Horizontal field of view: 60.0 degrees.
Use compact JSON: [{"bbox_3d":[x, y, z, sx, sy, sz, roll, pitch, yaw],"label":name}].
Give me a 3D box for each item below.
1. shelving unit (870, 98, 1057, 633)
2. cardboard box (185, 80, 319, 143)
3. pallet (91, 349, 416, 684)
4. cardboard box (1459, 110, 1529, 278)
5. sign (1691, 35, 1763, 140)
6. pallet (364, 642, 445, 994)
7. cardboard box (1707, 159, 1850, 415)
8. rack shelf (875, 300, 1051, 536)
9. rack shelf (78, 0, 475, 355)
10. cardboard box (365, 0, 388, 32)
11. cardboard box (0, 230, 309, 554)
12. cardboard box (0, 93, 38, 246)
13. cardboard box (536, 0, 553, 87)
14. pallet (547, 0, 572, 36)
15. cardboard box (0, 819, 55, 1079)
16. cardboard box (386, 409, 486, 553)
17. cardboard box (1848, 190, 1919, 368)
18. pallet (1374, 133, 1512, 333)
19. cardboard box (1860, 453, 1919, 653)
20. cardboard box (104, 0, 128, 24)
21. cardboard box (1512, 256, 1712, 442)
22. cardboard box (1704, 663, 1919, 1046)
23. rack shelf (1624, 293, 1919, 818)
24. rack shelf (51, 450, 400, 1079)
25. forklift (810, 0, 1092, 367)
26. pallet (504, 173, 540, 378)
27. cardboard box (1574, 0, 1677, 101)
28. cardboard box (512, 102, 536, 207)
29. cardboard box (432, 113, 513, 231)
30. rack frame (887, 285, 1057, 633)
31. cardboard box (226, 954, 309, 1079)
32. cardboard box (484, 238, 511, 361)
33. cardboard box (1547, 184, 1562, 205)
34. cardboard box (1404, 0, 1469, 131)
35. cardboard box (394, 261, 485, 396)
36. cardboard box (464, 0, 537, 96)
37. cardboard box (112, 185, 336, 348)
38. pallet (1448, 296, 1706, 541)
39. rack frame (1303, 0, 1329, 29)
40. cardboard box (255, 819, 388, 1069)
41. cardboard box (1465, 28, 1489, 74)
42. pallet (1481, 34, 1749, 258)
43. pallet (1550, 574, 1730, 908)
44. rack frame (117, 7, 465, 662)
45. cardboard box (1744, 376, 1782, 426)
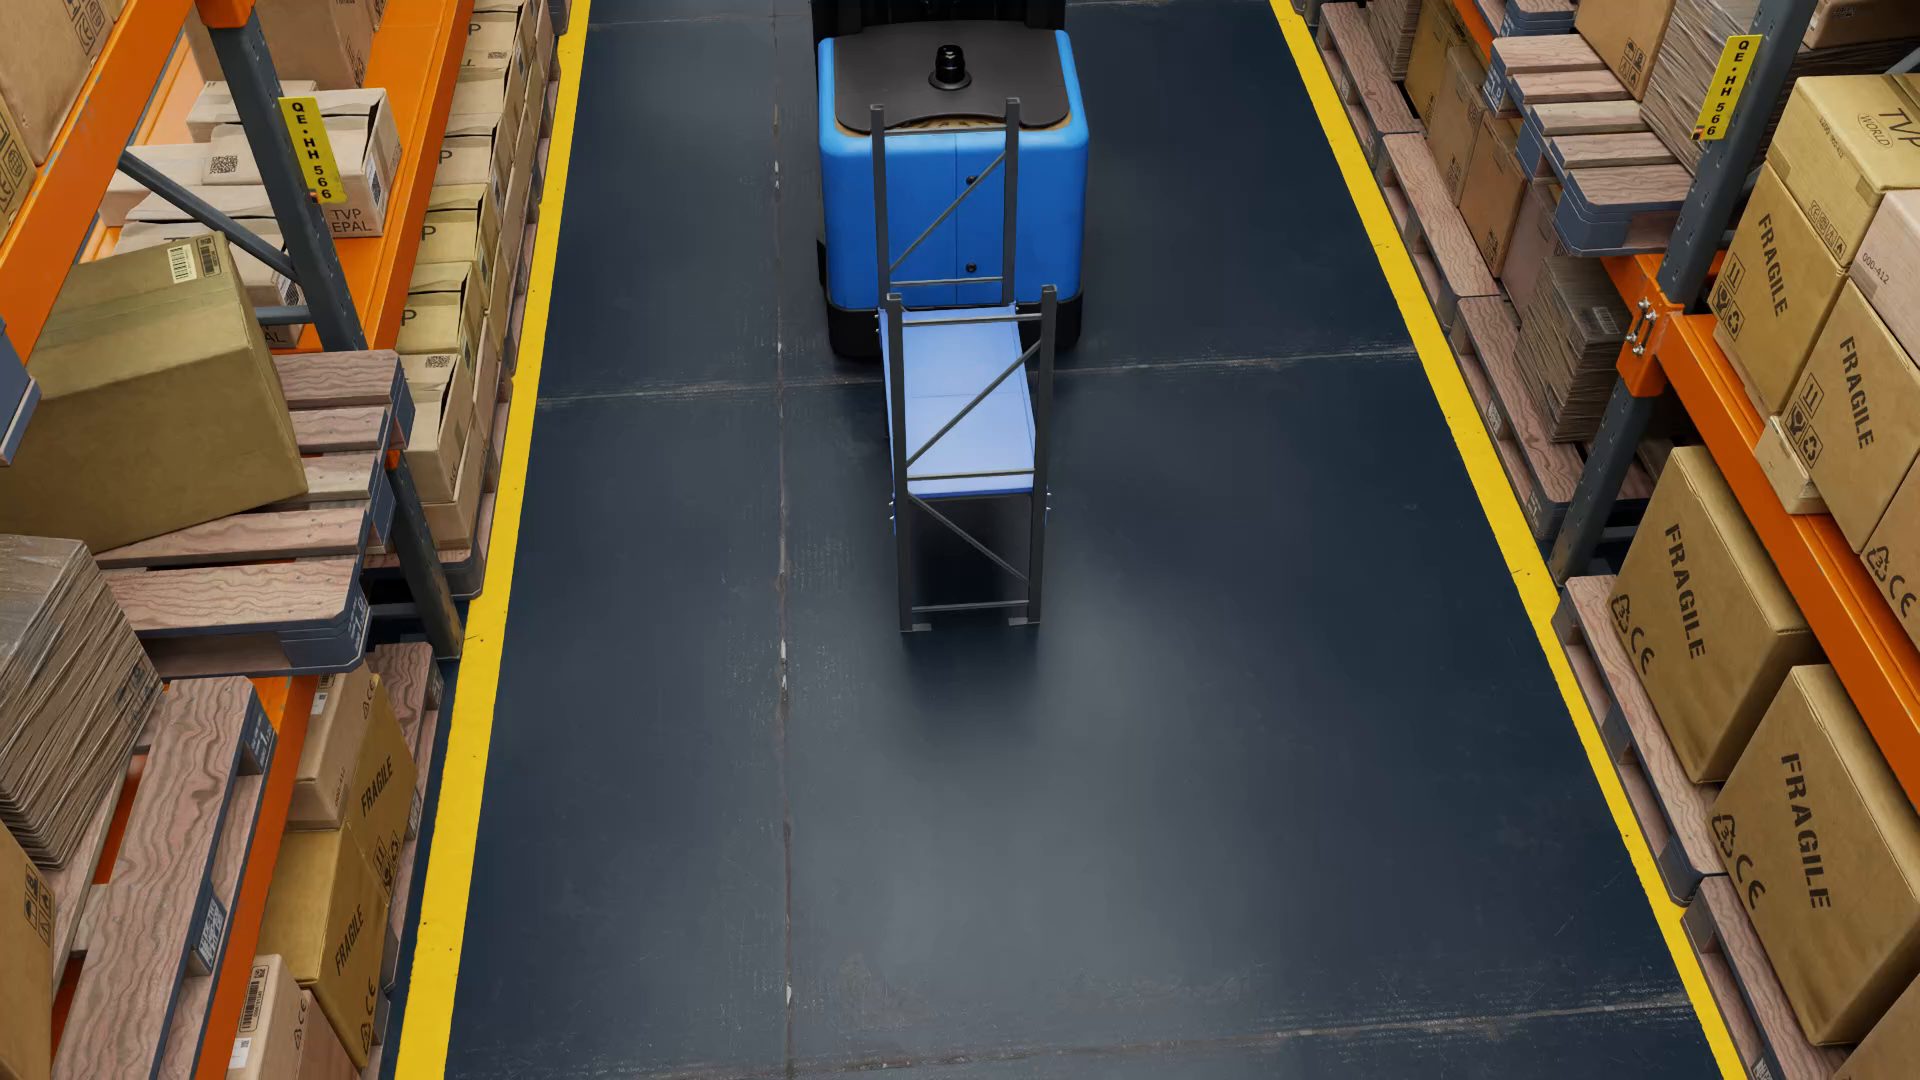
[{"bbox_3d":[-0.007,-0.577,5.764,0.538,1.500,1.048,-3,47,-3],"label":"shelving unit"},{"bbox_3d":[-2.423,-1.455,5.735,0.380,0.149,0.250,0,47,0],"label":"cardboard box"},{"bbox_3d":[-2.133,-0.070,4.382,1.213,0.211,1.003,-3,47,-3],"label":"pallet"},{"bbox_3d":[2.567,-1.473,6.997,0.700,0.500,0.500,-4,47,-4],"label":"cardboard box"},{"bbox_3d":[2.136,-1.257,4.631,0.100,0.325,0.005,-3,47,-3],"label":"sign"},{"bbox_3d":[-2.235,0.880,5.272,1.003,0.211,1.213,-3,47,-3],"label":"pallet"},{"bbox_3d":[2.462,-0.702,4.562,0.500,0.500,0.500,-2,47,-2],"label":"cardboard box"},{"bbox_3d":[-0.007,-0.454,5.895,0.538,0.185,1.000,-3,47,-3],"label":"rack shelf"},{"bbox_3d":[-2.427,-1.821,6.405,1.077,0.370,4.000,-3,47,-3],"label":"rack shelf"},{"bbox_3d":[-2.461,-2.250,6.246,0.500,0.500,0.500,-3,47,-3],"label":"cardboard box"},{"bbox_3d":[-2.095,-0.352,4.159,0.700,0.500,0.500,-18,49,-16],"label":"cardboard box"},{"bbox_3d":[-2.104,-0.629,2.645,0.910,0.500,0.500,-3,47,-3],"label":"cardboard box"},{"bbox_3d":[-2.271,-2.432,8.092,0.500,0.250,0.500,-4,47,-4],"label":"cardboard box"},{"bbox_3d":[-2.620,-3.135,9.074,1.003,0.211,1.213,-3,47,-3],"label":"pallet"},{"bbox_3d":[-2.134,0.819,3.050,0.700,0.500,0.500,-14,48,-13],"label":"cardboard box"},{"bbox_3d":[-2.011,-0.218,5.995,0.500,0.250,0.500,-4,47,-3],"label":"cardboard box"},{"bbox_3d":[2.503,-0.594,3.943,0.500,0.250,0.500,-4,47,-4],"label":"cardboard box"},{"bbox_3d":[2.513,-1.413,7.443,1.003,0.211,1.213,-3,47,-3],"label":"pallet"},{"bbox_3d":[2.537,0.036,3.862,0.500,0.500,0.500,-4,47,-3],"label":"cardboard box"},{"bbox_3d":[-2.190,-1.374,3.351,0.910,0.500,0.500,-3,47,-3],"label":"cardboard box"},{"bbox_3d":[2.564,-0.735,6.299,0.700,0.500,0.500,-3,47,-3],"label":"cardboard box"},{"bbox_3d":[2.674,0.843,4.577,0.750,0.750,0.750,-4,47,-3],"label":"cardboard box"},{"bbox_3d":[2.844,0.769,3.951,1.077,0.370,4.000,-3,47,-3],"label":"rack shelf"},{"bbox_3d":[-2.092,1.073,3.664,1.077,0.370,4.000,-3,47,-3],"label":"rack shelf"},{"bbox_3d":[-0.105,-2.783,6.867,1.130,2.935,3.031,-3,47,-3],"label":"forklift"},{"bbox_3d":[-2.389,-1.142,7.186,1.003,0.211,1.213,-3,47,-3],"label":"pallet"},{"bbox_3d":[2.553,-1.853,5.568,0.700,0.500,0.500,-7,47,-7],"label":"cardboard box"},{"bbox_3d":[-2.187,-1.696,7.395,0.500,0.250,0.500,-3,47,-2],"label":"cardboard box"},{"bbox_3d":[-2.147,-1.531,6.852,0.500,0.311,0.500,-4,47,-4],"label":"cardboard box"},{"bbox_3d":[0.035,-0.210,5.416,0.500,1.500,0.032,-3,47,-3],"label":"rack frame"},{"bbox_3d":[-1.849,1.271,3.882,0.500,0.250,0.500,-4,47,-4],"label":"cardboard box"},{"bbox_3d":[-2.104,-0.957,6.695,0.500,0.250,0.500,-5,47,-4],"label":"cardboard box"},{"bbox_3d":[2.579,-1.409,6.421,0.500,0.250,0.500,-3,47,-3],"label":"cardboard box"},{"bbox_3d":[2.513,-2.209,7.695,0.700,0.500,0.500,-4,47,-4],"label":"cardboard box"},{"bbox_3d":[-2.063,-0.790,6.150,0.500,0.311,0.500,-5,47,-4],"label":"cardboard box"},{"bbox_3d":[-2.225,-2.256,7.539,0.500,0.311,0.500,-2,47,-2],"label":"cardboard box"},{"bbox_3d":[-2.247,-0.857,5.057,0.500,0.311,0.500,-1,47,-1],"label":"cardboard box"},{"bbox_3d":[2.612,-0.532,6.609,1.003,0.211,1.213,-3,47,-3],"label":"pallet"},{"bbox_3d":[2.341,-3.820,7.802,1.000,3.000,0.127,-3,47,-3],"label":"rack frame"},{"bbox_3d":[-1.905,1.123,4.539,0.500,0.500,0.500,-5,47,-5],"label":"cardboard box"},{"bbox_3d":[2.507,-2.143,7.116,0.500,0.250,0.500,-5,47,-4],"label":"cardboard box"},{"bbox_3d":[2.510,-1.369,5.613,1.213,0.211,1.003,-3,47,-3],"label":"pallet"},{"bbox_3d":[2.667,0.608,5.529,1.003,0.211,1.213,-3,47,-3],"label":"pallet"},{"bbox_3d":[-2.260,-0.622,4.773,1.000,3.000,0.127,-3,47,-3],"label":"rack frame"},{"bbox_3d":[2.485,-0.411,4.733,0.380,0.149,0.250,-3,47,-3],"label":"cardboard box"}]
